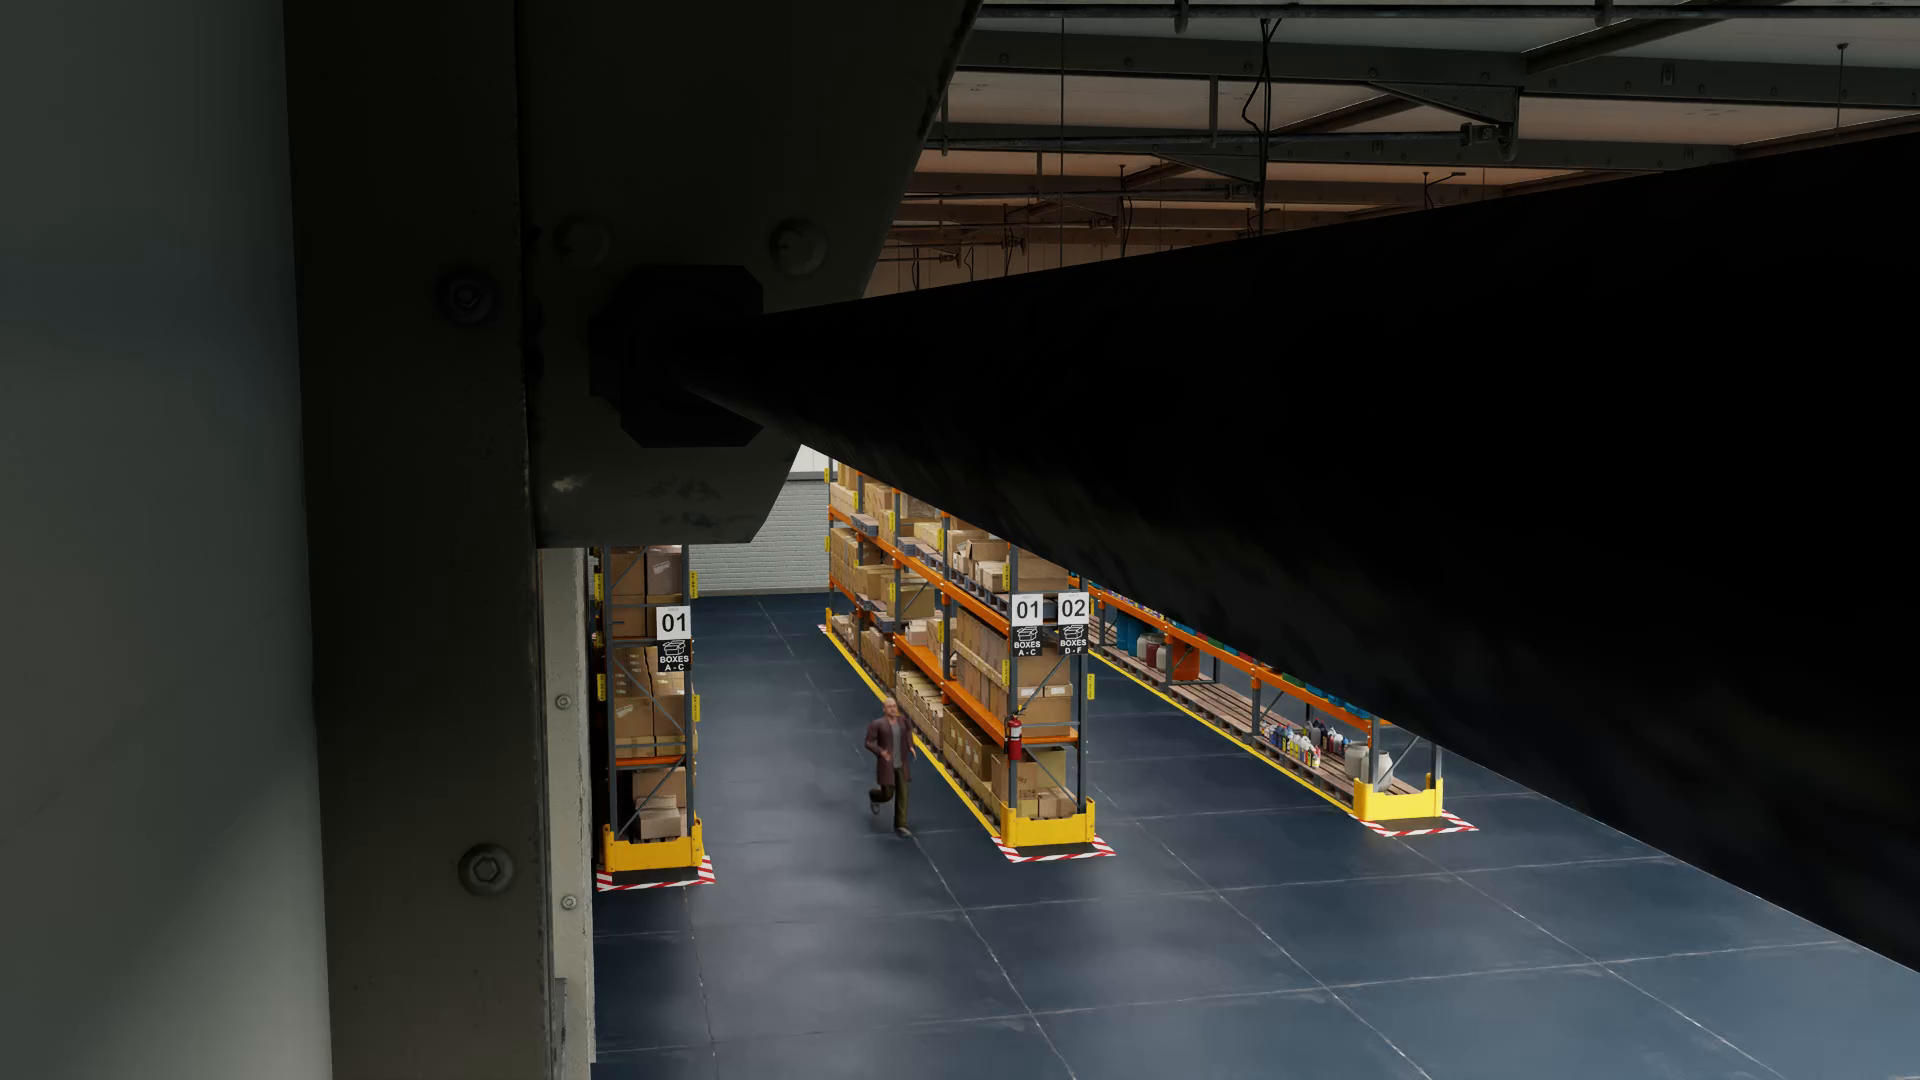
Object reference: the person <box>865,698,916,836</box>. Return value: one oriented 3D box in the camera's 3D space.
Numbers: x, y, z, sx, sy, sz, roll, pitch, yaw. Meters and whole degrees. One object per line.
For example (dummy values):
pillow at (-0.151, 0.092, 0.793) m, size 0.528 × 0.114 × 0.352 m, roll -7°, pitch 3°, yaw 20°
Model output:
person at (-0.868, 2.916, 21.576) m, size 0.724 × 1.750 × 1.014 m, roll -3°, pitch 8°, yaw -26°
